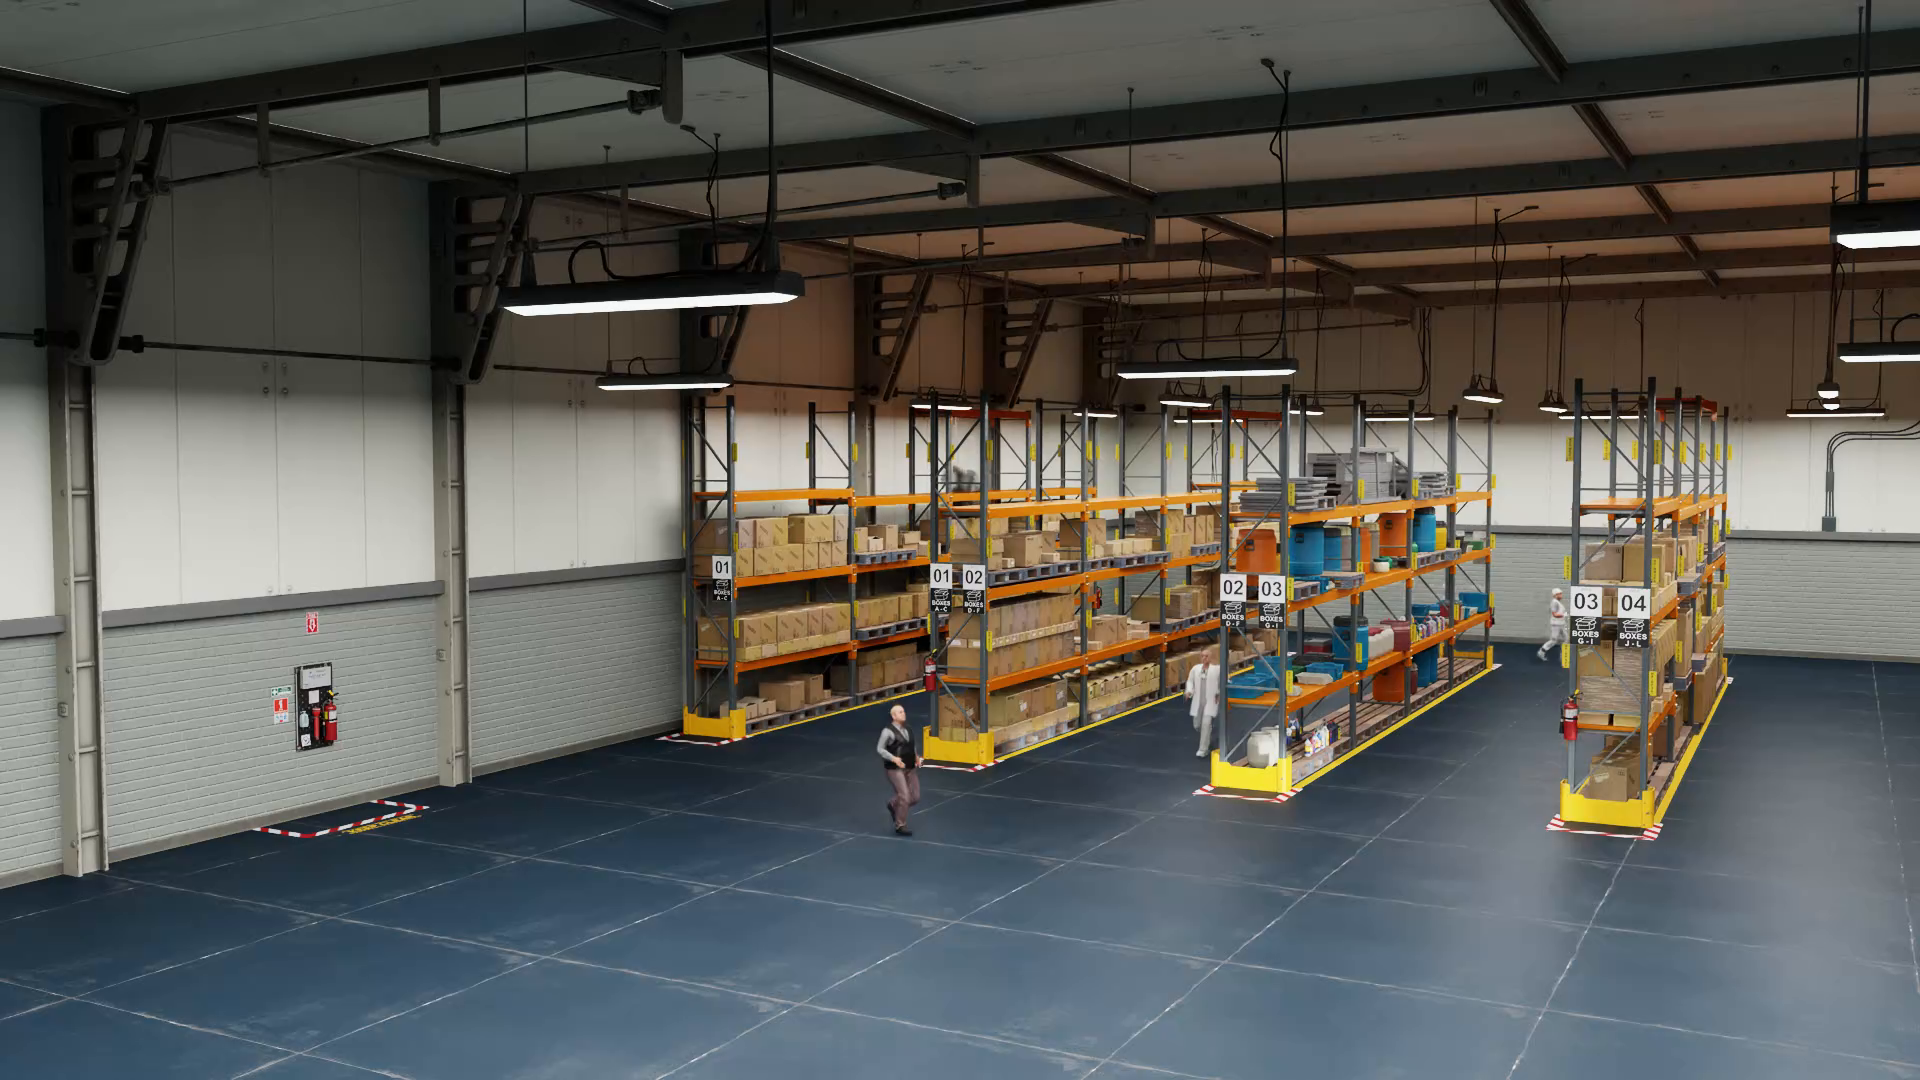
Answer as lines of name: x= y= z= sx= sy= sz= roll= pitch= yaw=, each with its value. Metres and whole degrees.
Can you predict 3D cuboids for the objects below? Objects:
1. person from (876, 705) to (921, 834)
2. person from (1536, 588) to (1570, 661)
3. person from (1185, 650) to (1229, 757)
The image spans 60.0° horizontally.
person: x=-0.804 y=3.011 z=21.890 sx=0.611 sy=1.672 sz=0.657 roll=3 pitch=4 yaw=44
person: x=14.176 y=2.028 z=39.350 sx=0.981 sy=1.786 sz=0.668 roll=2 pitch=4 yaw=38
person: x=4.092 y=2.684 z=27.548 sx=0.723 sy=1.739 sz=0.799 roll=1 pitch=3 yaw=26
